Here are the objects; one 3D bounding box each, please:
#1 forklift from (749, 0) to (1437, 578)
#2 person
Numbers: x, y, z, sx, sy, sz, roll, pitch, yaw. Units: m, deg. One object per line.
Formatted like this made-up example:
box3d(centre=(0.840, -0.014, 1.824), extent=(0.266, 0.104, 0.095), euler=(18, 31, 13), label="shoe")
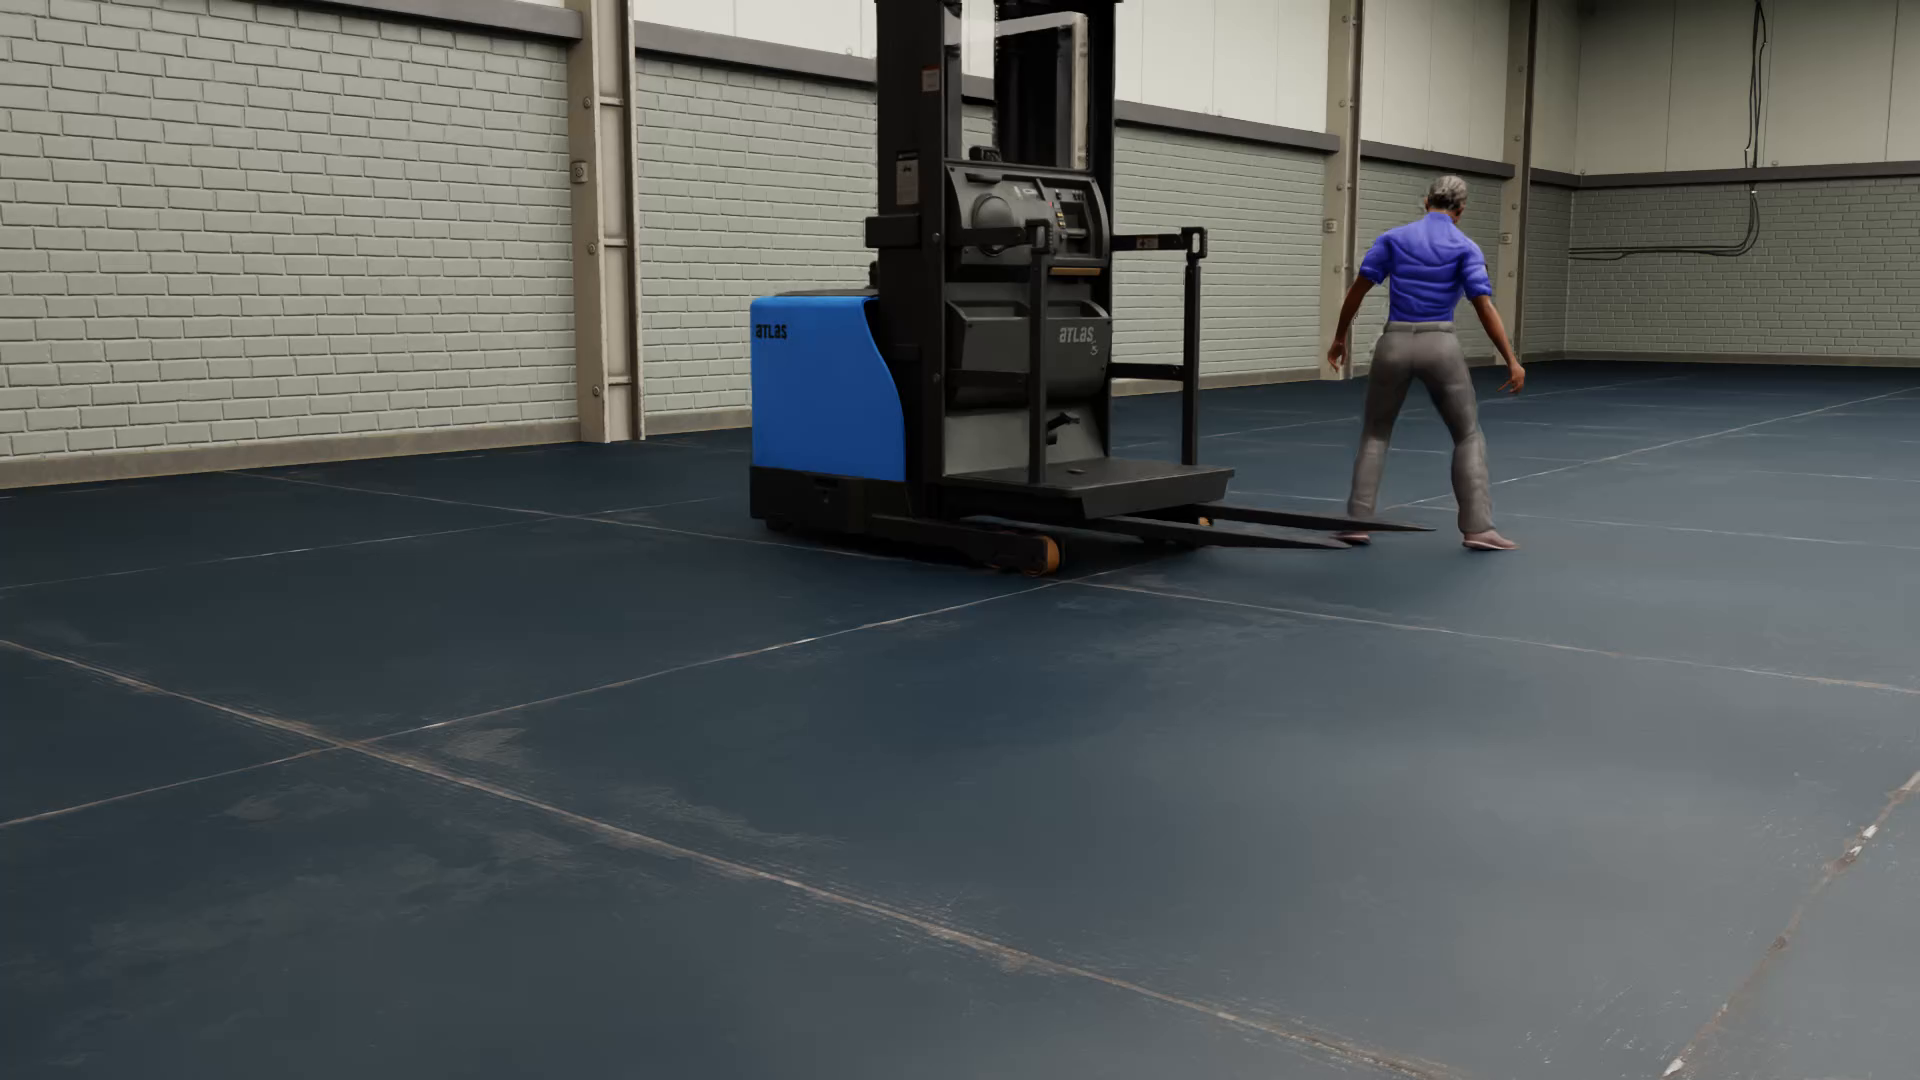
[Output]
box3d(centre=(0.446, -1.390, 6.779), extent=(3.031, 2.935, 1.130), euler=(8, 11, 43), label="forklift")
box3d(centre=(2.014, -0.763, 7.216), extent=(0.849, 1.611, 0.374), euler=(4, 9, 27), label="person")
